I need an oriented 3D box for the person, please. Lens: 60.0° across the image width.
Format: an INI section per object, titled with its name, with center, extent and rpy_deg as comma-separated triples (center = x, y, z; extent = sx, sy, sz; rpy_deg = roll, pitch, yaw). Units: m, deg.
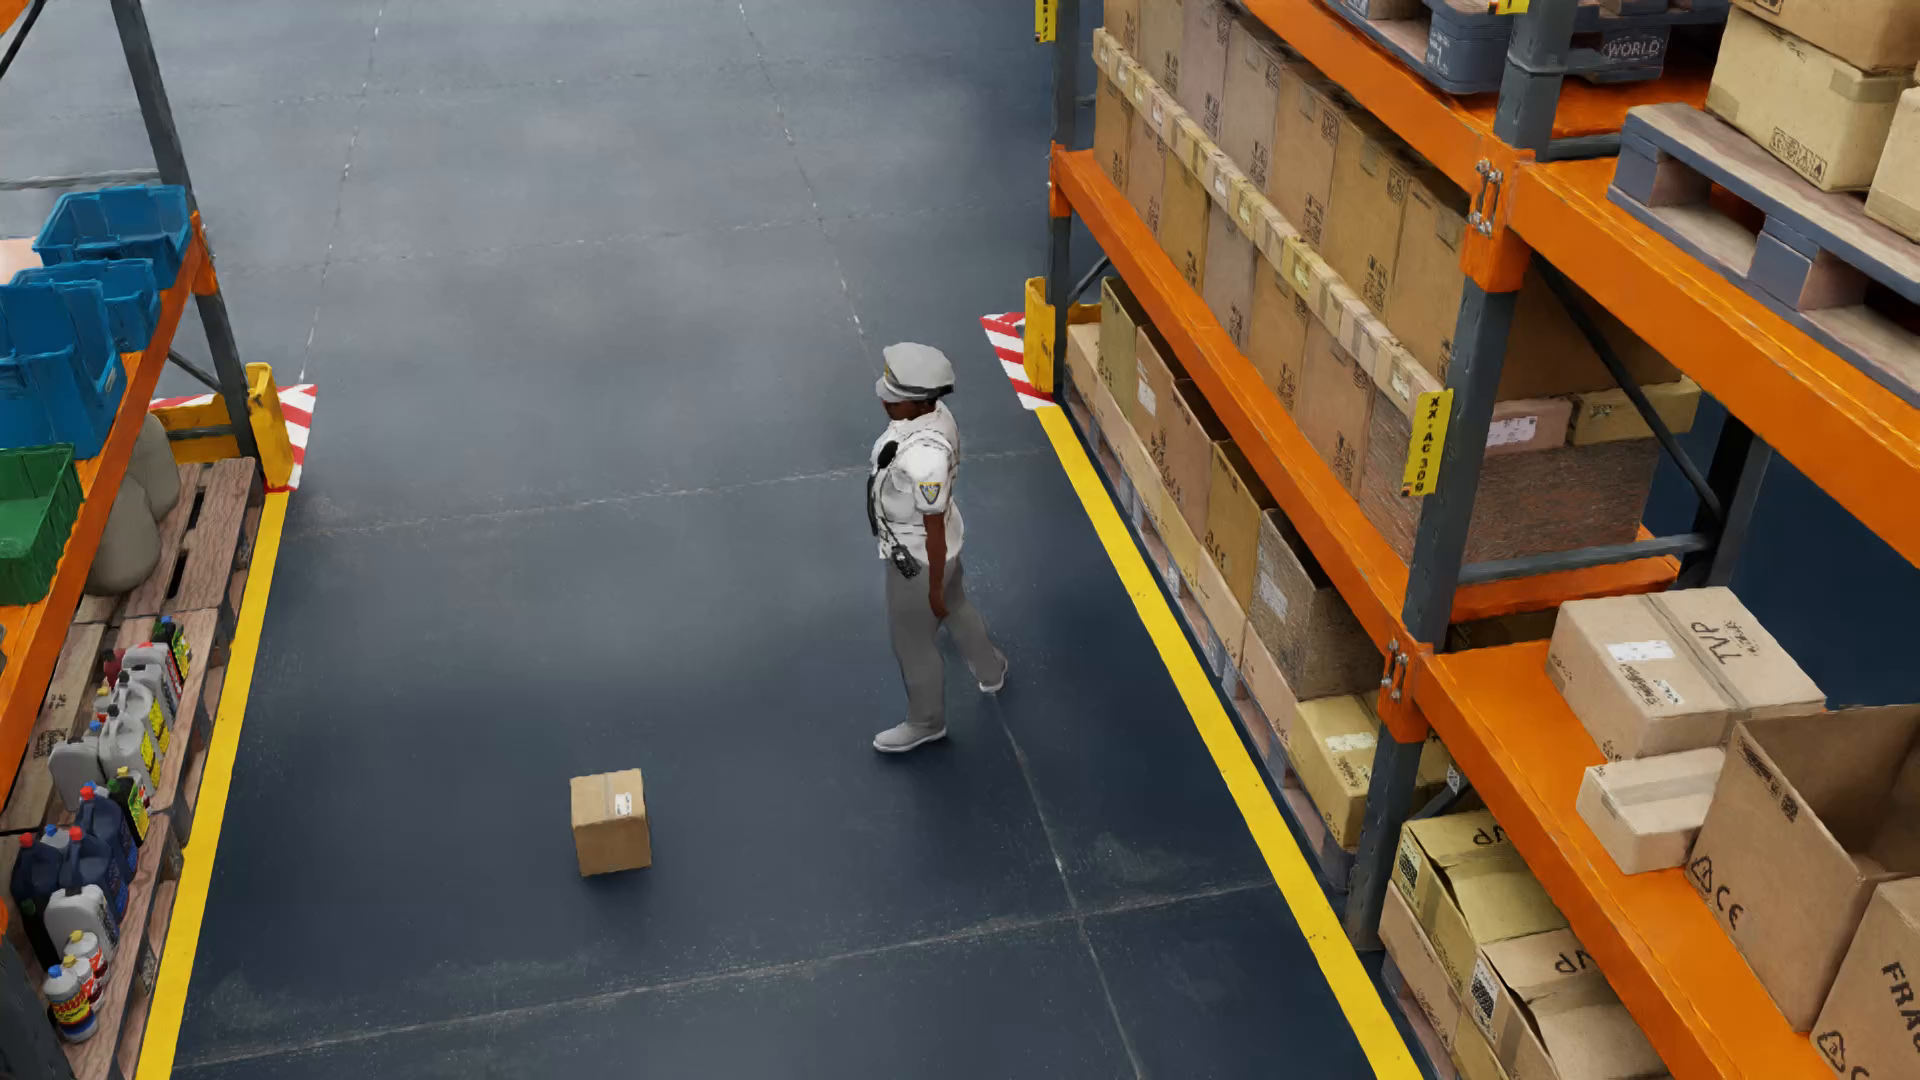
[person]
center = -0.074, -0.015, 6.163
extent = 0.487, 1.667, 0.665
rpy_deg = 4, 35, 6
